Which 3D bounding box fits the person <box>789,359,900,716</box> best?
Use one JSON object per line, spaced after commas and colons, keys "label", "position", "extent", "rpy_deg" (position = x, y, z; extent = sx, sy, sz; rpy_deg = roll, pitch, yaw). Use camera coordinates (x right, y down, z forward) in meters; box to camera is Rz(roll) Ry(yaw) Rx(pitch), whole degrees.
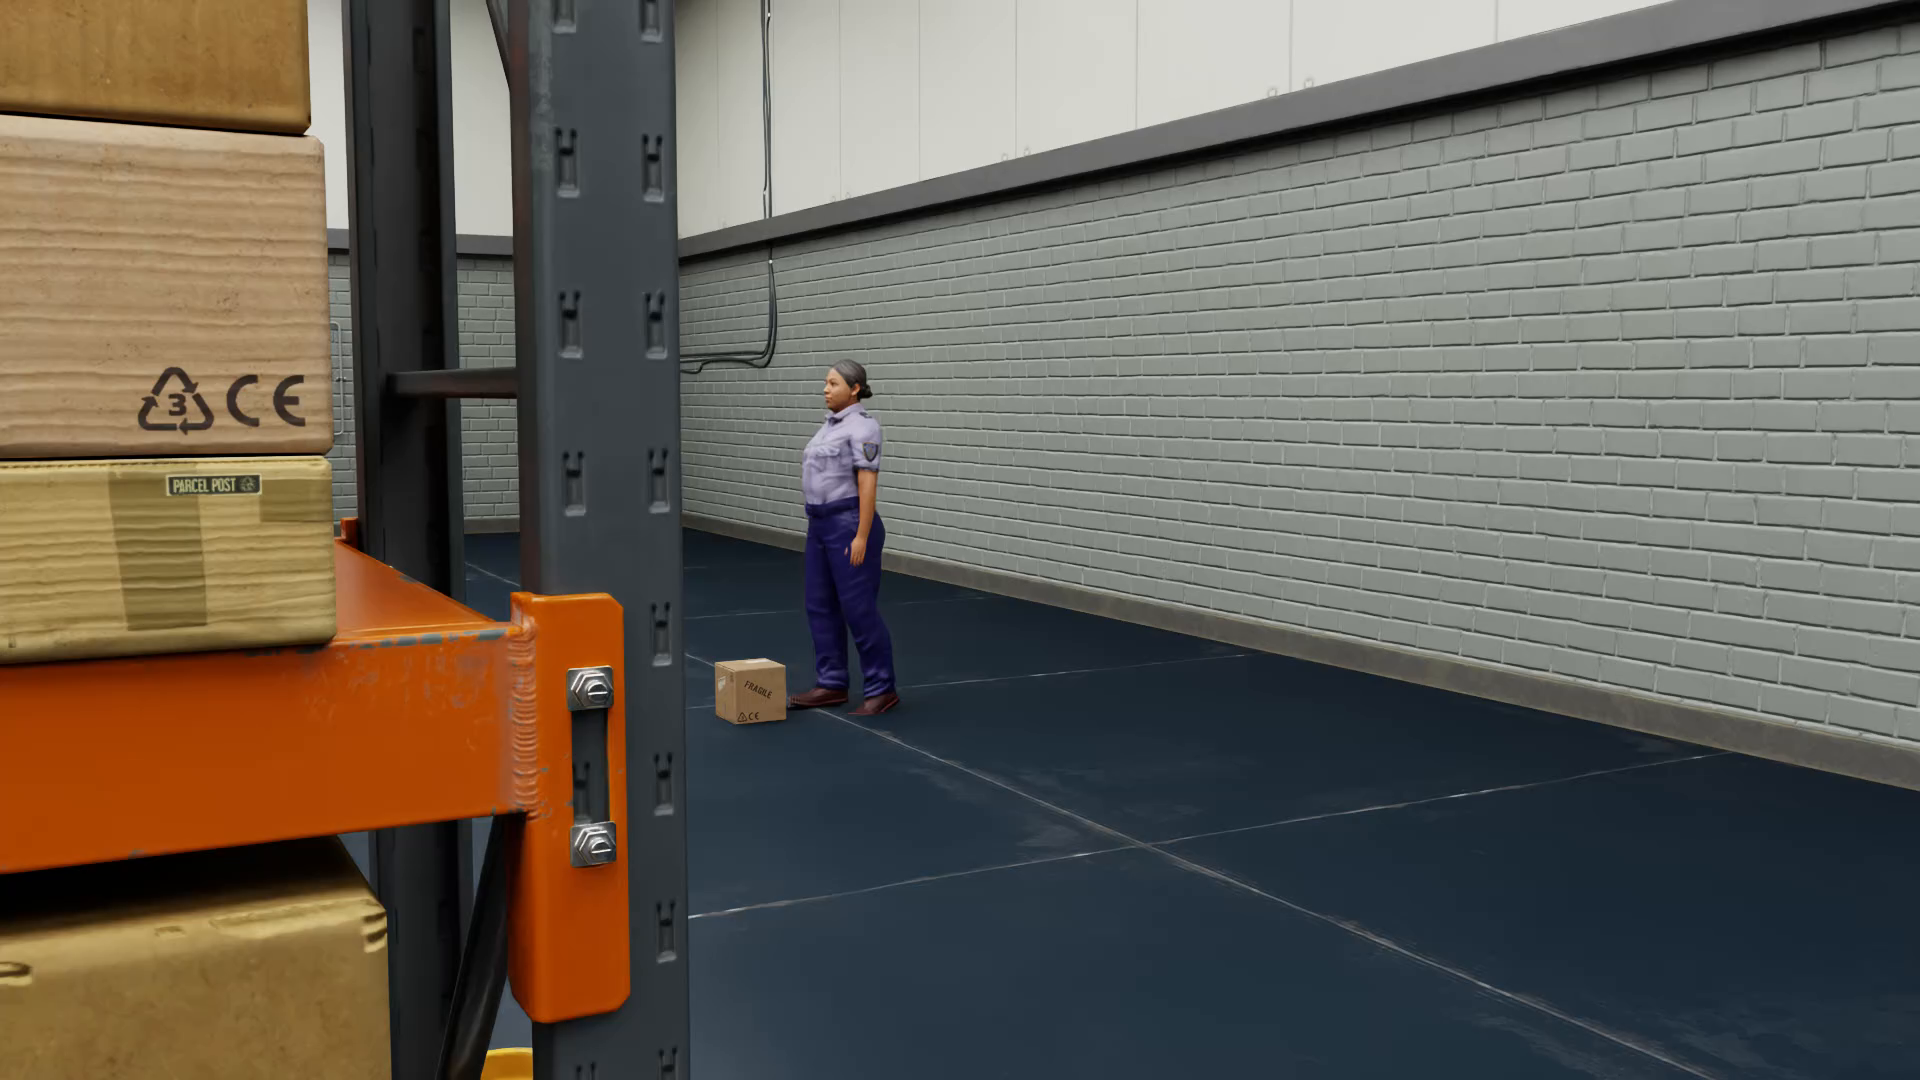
{"label": "person", "position": [-0.554, 0.000, 7.806], "extent": [0.441, 1.682, 0.473], "rpy_deg": [-3, 6, -28]}
